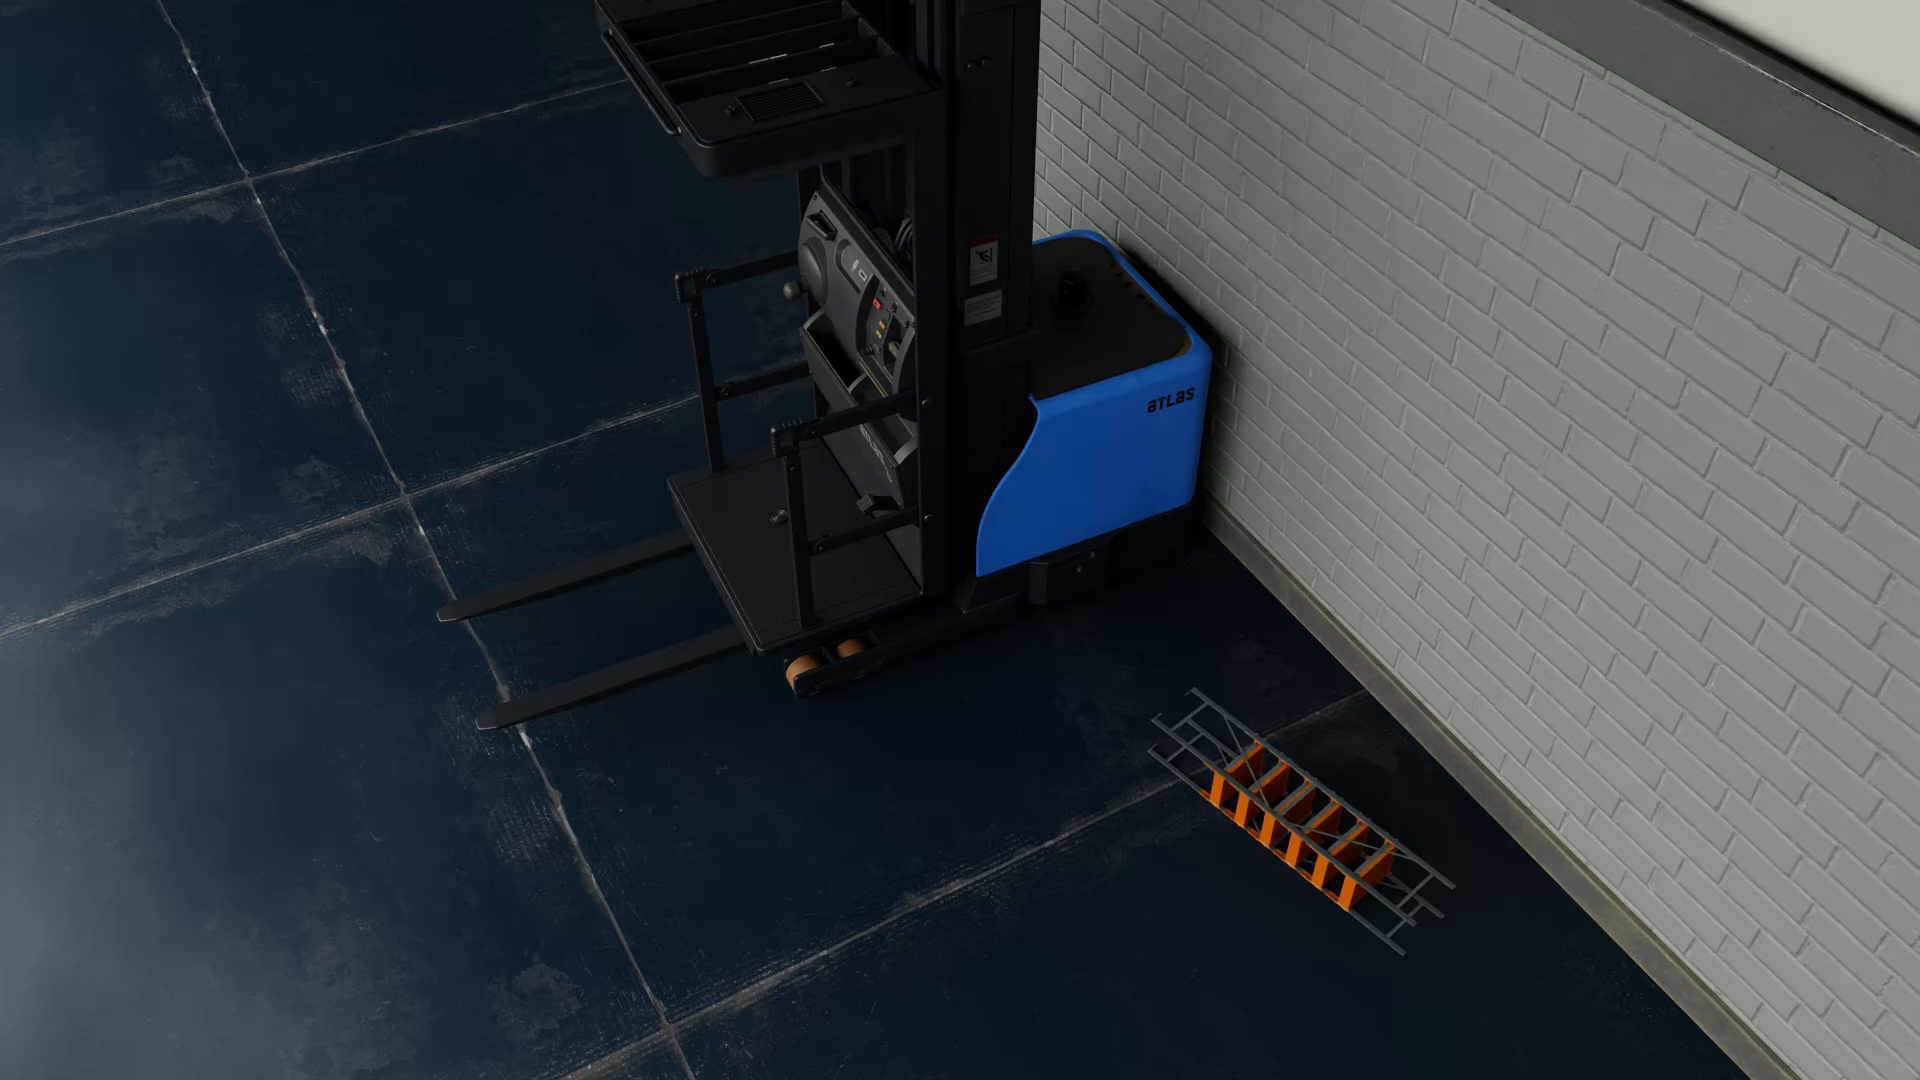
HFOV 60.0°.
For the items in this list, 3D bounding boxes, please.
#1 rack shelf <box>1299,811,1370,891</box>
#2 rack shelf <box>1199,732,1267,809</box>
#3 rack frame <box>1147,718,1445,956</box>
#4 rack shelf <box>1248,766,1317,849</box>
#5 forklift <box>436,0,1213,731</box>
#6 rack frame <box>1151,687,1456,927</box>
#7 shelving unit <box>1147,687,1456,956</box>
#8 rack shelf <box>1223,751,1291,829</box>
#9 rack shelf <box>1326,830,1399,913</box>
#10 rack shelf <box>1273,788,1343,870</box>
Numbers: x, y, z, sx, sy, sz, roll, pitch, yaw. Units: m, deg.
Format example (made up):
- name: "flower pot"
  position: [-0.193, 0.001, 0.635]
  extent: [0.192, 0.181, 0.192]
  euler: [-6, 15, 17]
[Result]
- name: "rack shelf"
  position: [1.338, 1.096, 5.911]
  extent: [0.258, 0.180, 0.103]
  euler: [-32, 53, -29]
- name: "rack shelf"
  position: [1.015, 0.846, 6.164]
  extent: [0.258, 0.180, 0.103]
  euler: [-32, 53, -29]
- name: "rack frame"
  position: [1.206, 1.059, 6.078]
  extent: [0.240, 0.006, 1.200]
  euler: [-32, 53, -29]
- name: "rack shelf"
  position: [1.176, 0.971, 6.038]
  extent: [0.258, 0.180, 0.103]
  euler: [-32, 53, -29]
- name: "forklift"
  position: [-0.562, -0.861, 5.962]
  extent: [3.031, 2.935, 1.130]
  euler: [-19, 47, -18]
- name: "rack frame"
  position: [1.207, 0.929, 5.950]
  extent: [0.240, 0.006, 1.200]
  euler: [-32, 53, -29]
- name: "shelving unit"
  position: [1.206, 0.994, 6.014]
  extent: [0.258, 0.189, 1.200]
  euler: [-32, 53, -29]
- name: "rack shelf"
  position: [1.096, 0.909, 6.101]
  extent: [0.258, 0.180, 0.103]
  euler: [-32, 53, -29]
- name: "rack shelf"
  position: [1.419, 1.158, 5.848]
  extent: [0.258, 0.180, 0.103]
  euler: [-32, 53, -29]
- name: "rack shelf"
  position: [1.257, 1.033, 5.975]
  extent: [0.258, 0.180, 0.103]
  euler: [-32, 53, -29]
